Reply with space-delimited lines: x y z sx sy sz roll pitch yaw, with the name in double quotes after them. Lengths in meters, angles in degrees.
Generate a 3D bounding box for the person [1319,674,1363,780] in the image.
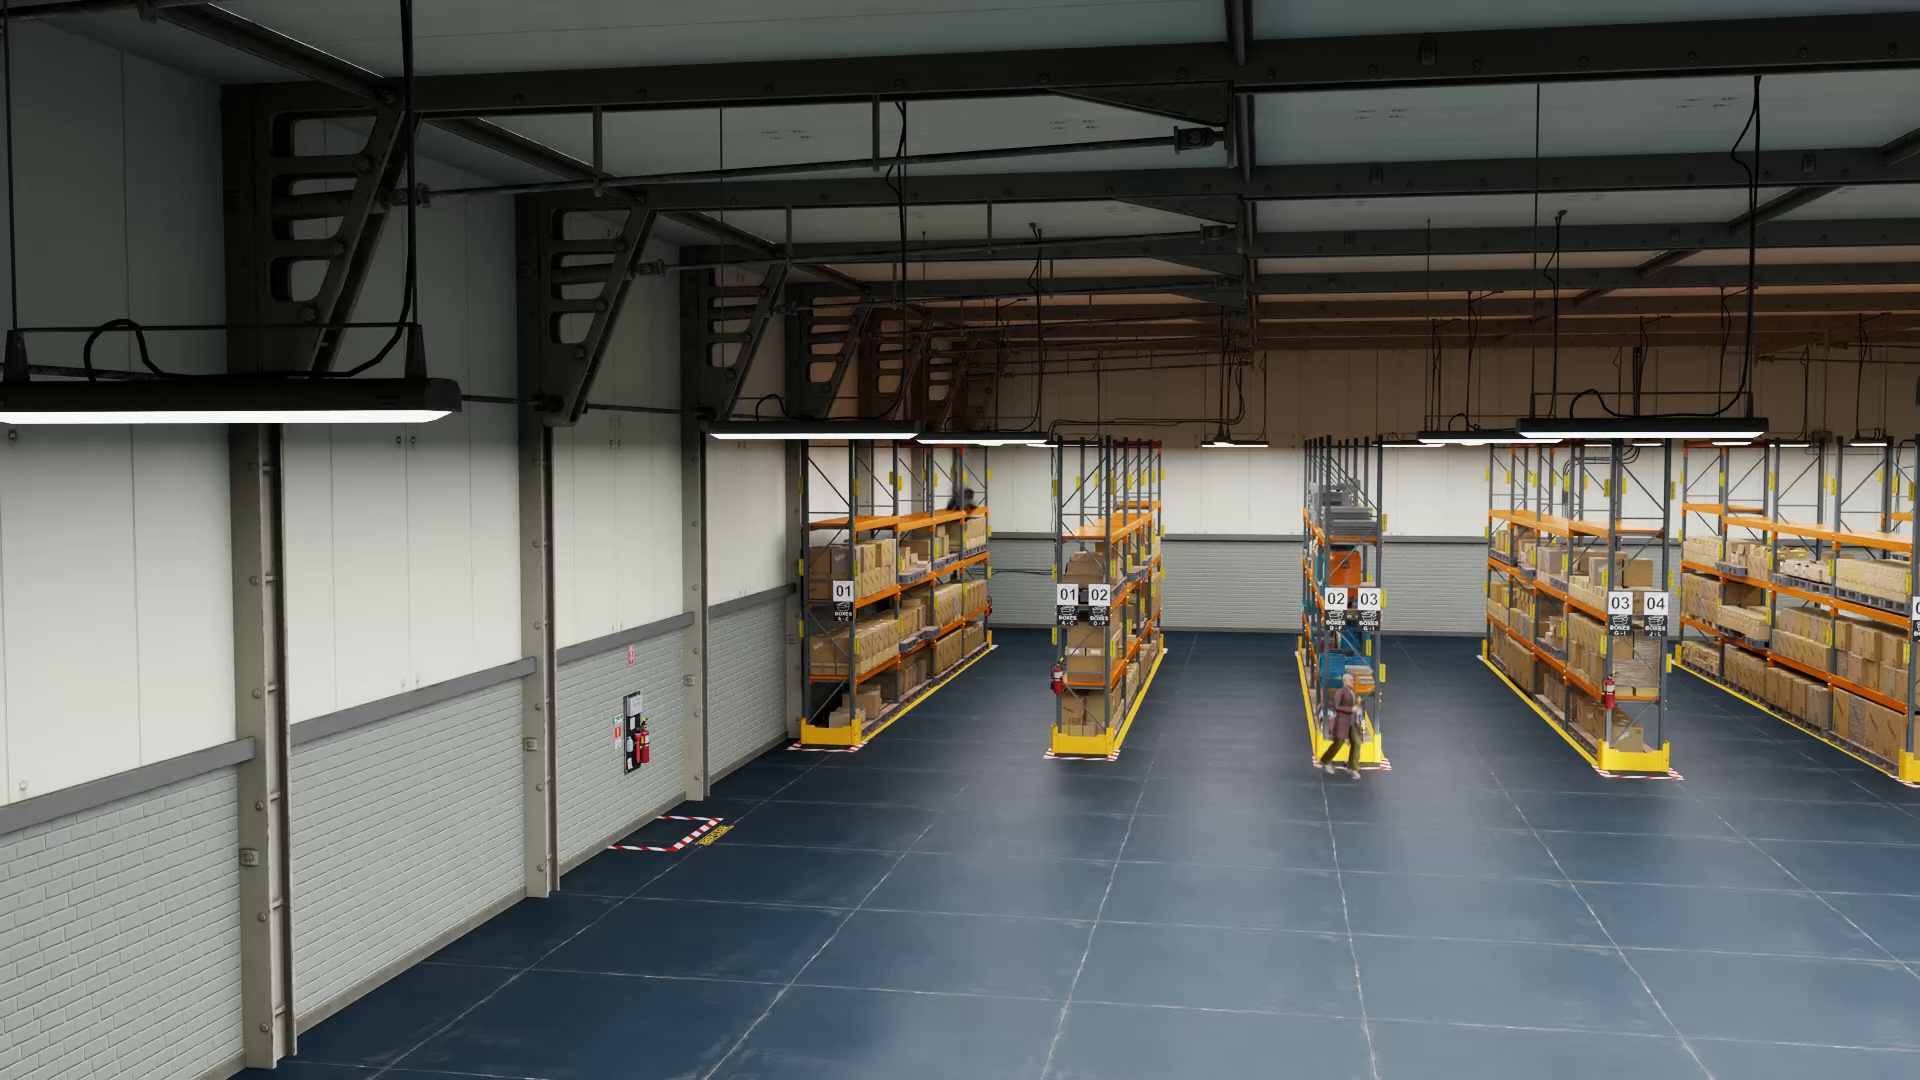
6.719 3.267 29.181 0.708 1.858 0.873 -3 4 -41 "person"

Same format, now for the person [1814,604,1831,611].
23.348 2.395 45.213 0.777 1.826 0.685 0 3 3 "person"

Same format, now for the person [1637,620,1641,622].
17.899 2.506 44.237 0.736 1.666 0.715 2 4 36 "person"
